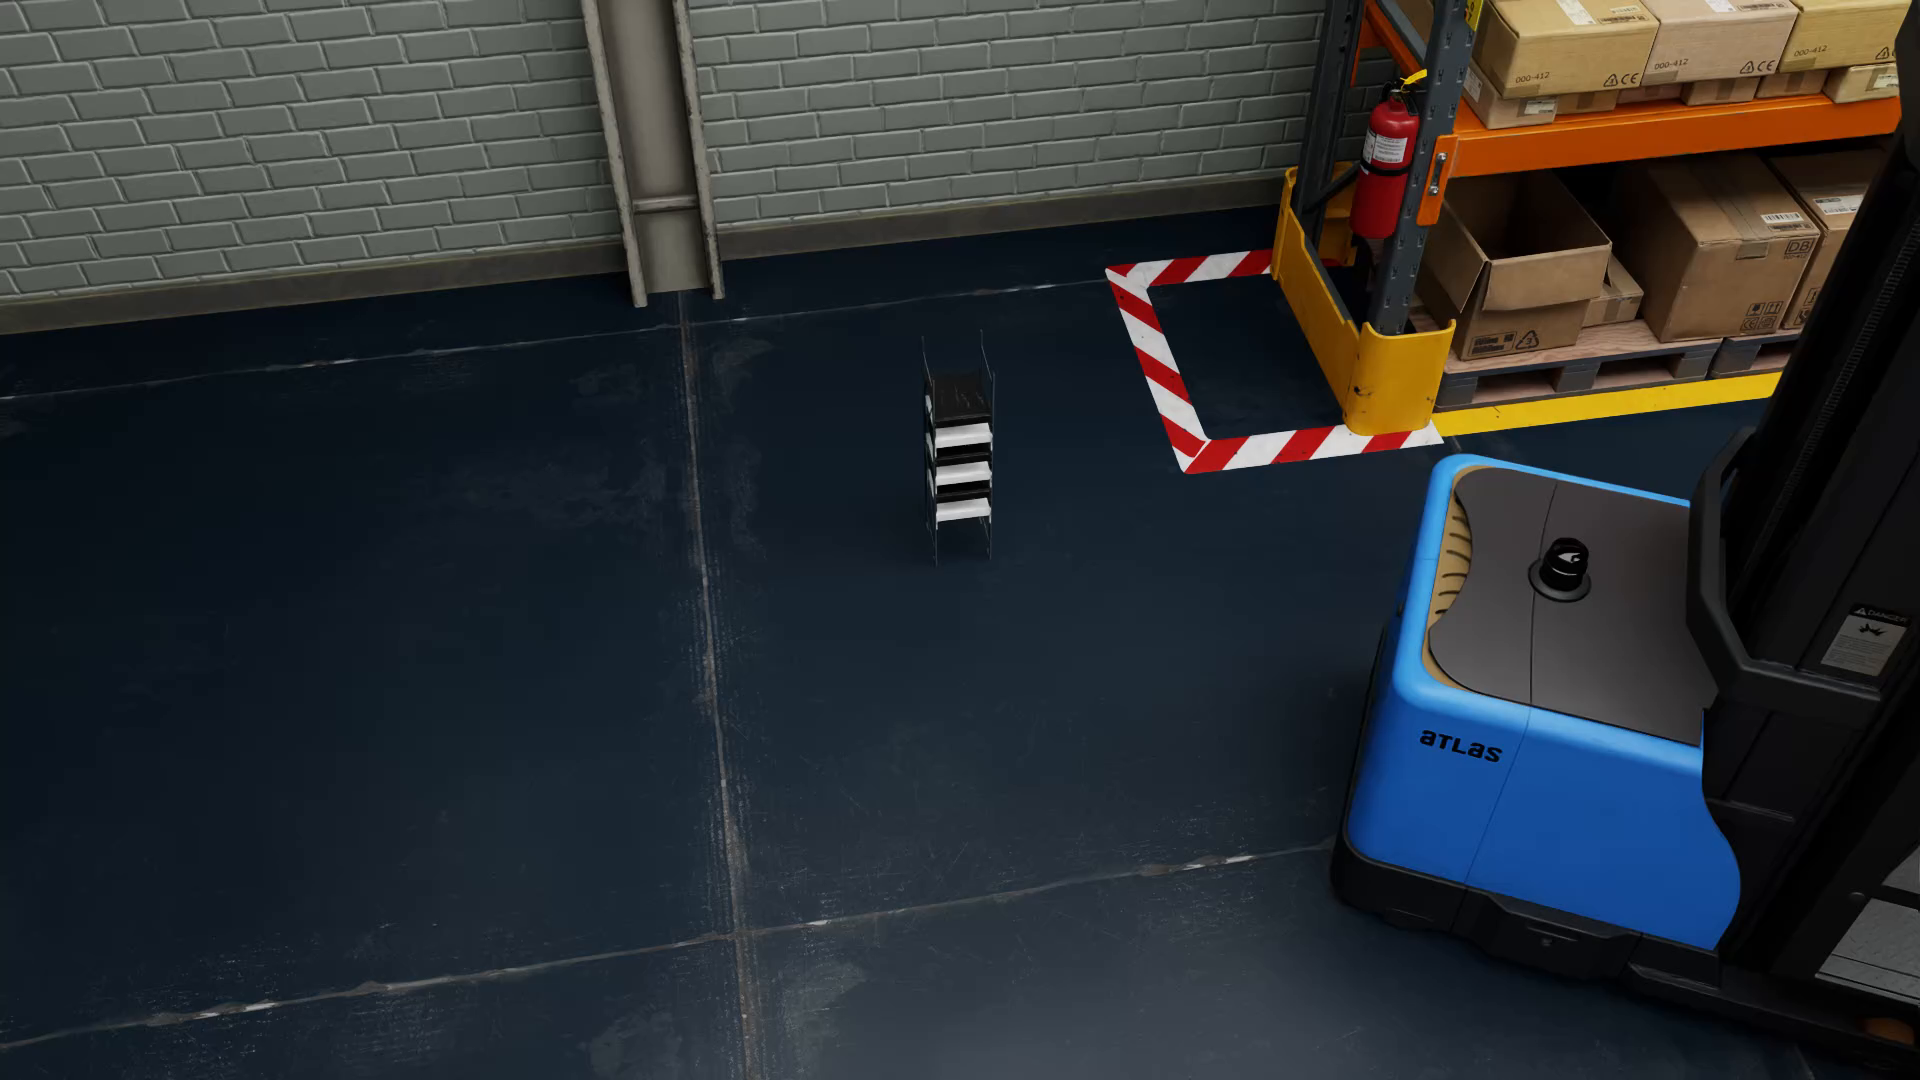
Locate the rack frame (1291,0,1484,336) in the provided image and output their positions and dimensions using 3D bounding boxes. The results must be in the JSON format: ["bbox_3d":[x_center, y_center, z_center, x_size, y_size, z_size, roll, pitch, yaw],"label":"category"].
[{"bbox_3d":[1.563,-1.876,5.974,0.127,3.000,1.000,-7,46,-7],"label":"rack frame"}]

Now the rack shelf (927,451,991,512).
[{"bbox_3d":[-0.008,-0.226,6.014,0.200,0.077,0.258,-7,46,-7],"label":"rack shelf"}]

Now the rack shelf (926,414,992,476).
[{"bbox_3d":[-0.008,-0.351,5.884,0.200,0.077,0.258,-7,46,-7],"label":"rack shelf"}]

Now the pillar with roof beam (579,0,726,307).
[{"bbox_3d":[-0.513,-1.211,1.168,0.400,9.000,9.100,-7,46,-7],"label":"pillar with roof beam"}]

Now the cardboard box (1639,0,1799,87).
[{"bbox_3d":[2.553,-1.853,5.850,0.500,0.250,0.500,-7,46,-6],"label":"cardboard box"}]

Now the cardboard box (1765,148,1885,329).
[{"bbox_3d":[3.569,-1.233,6.799,0.500,0.500,0.500,-6,46,-6],"label":"cardboard box"}]

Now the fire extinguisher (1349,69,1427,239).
[{"bbox_3d":[1.497,-1.373,5.803,0.183,0.674,0.296,-7,46,-7],"label":"fire extinguisher"}]

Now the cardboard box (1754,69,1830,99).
[{"bbox_3d":[2.950,-1.779,6.056,0.250,0.149,0.380,-6,46,-6],"label":"cardboard box"}]

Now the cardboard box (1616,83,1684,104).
[{"bbox_3d":[2.430,-1.755,6.032,0.250,0.149,0.380,-8,47,-7],"label":"cardboard box"}]

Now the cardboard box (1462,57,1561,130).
[{"bbox_3d":[1.934,-1.634,5.916,0.250,0.149,0.380,-7,47,-7],"label":"cardboard box"}]

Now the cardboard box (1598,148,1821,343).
[{"bbox_3d":[3.031,-1.239,6.805,0.500,0.500,0.700,-5,46,-5],"label":"cardboard box"}]

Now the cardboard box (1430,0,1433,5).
[{"bbox_3d":[1.971,-2.172,6.157,0.500,0.250,0.500,-6,46,-6],"label":"cardboard box"}]

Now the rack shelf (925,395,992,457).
[{"bbox_3d":[-0.008,-0.413,5.819,0.200,0.077,0.258,-7,46,-7],"label":"rack shelf"}]

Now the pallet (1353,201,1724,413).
[{"bbox_3d":[2.424,-1.016,7.082,1.213,0.211,1.003,-7,46,-7],"label":"pallet"}]

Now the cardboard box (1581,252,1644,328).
[{"bbox_3d":[2.607,-1.065,6.881,0.250,0.149,0.380,-9,47,-8],"label":"cardboard box"}]

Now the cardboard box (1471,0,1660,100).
[{"bbox_3d":[2.056,-1.791,5.790,0.500,0.250,0.500,-7,46,-7],"label":"cardboard box"}]

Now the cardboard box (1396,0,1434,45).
[{"bbox_3d":[1.844,-2.020,6.287,0.250,0.149,0.380,-8,47,-7],"label":"cardboard box"}]

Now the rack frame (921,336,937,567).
[{"bbox_3d":[-0.108,-0.299,5.913,0.006,0.900,0.240,-7,46,-7],"label":"rack frame"}]

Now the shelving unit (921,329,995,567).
[{"bbox_3d":[-0.008,-0.311,5.925,0.210,0.900,0.258,-7,46,-7],"label":"shelving unit"}]

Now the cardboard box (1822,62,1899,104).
[{"bbox_3d":[3.212,-1.757,6.034,0.250,0.149,0.380,-8,47,-8],"label":"cardboard box"}]

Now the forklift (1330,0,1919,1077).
[{"bbox_3d":[2.718,0.115,4.104,3.031,2.935,1.130,13,48,13],"label":"forklift"}]

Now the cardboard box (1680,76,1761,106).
[{"bbox_3d":[2.689,-1.743,6.020,0.250,0.149,0.380,-6,46,-6],"label":"cardboard box"}]

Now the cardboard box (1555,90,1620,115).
[{"bbox_3d":[2.177,-1.698,5.978,0.250,0.149,0.380,-6,46,-6],"label":"cardboard box"}]

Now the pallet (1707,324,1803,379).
[{"bbox_3d":[3.623,-1.163,7.224,1.213,0.211,1.003,-7,46,-7],"label":"pallet"}]

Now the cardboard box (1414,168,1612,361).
[{"bbox_3d":[2.182,-1.163,6.729,0.637,0.503,0.797,-9,47,-8],"label":"cardboard box"}]

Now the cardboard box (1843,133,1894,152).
[{"bbox_3d":[4.054,-1.367,6.928,0.500,0.500,0.700,-9,47,-8],"label":"cardboard box"}]

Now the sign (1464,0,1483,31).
[{"bbox_3d":[1.656,-1.791,5.291,0.005,0.325,0.100,-7,46,-7],"label":"sign"}]

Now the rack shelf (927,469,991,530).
[{"bbox_3d":[-0.008,-0.163,6.079,0.200,0.077,0.258,-7,46,-7],"label":"rack shelf"}]

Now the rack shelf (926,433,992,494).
[{"bbox_3d":[-0.008,-0.288,5.949,0.200,0.077,0.258,-7,46,-7],"label":"rack shelf"}]

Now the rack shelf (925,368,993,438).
[{"bbox_3d":[-0.008,-0.475,5.755,0.200,0.077,0.258,-7,46,-7],"label":"rack shelf"}]

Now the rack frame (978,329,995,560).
[{"bbox_3d":[0.092,-0.324,5.937,0.006,0.900,0.240,-7,46,-7],"label":"rack frame"}]

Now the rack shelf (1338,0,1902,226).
[{"bbox_3d":[3.534,-1.871,6.470,4.000,0.370,1.077,-7,46,-7],"label":"rack shelf"}]

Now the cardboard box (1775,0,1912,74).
[{"bbox_3d":[3.052,-1.918,5.912,0.500,0.250,0.500,-8,47,-8],"label":"cardboard box"}]

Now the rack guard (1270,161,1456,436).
[{"bbox_3d":[1.638,-1.018,6.883,0.348,0.500,1.175,-7,46,-7],"label":"rack guard"}]
